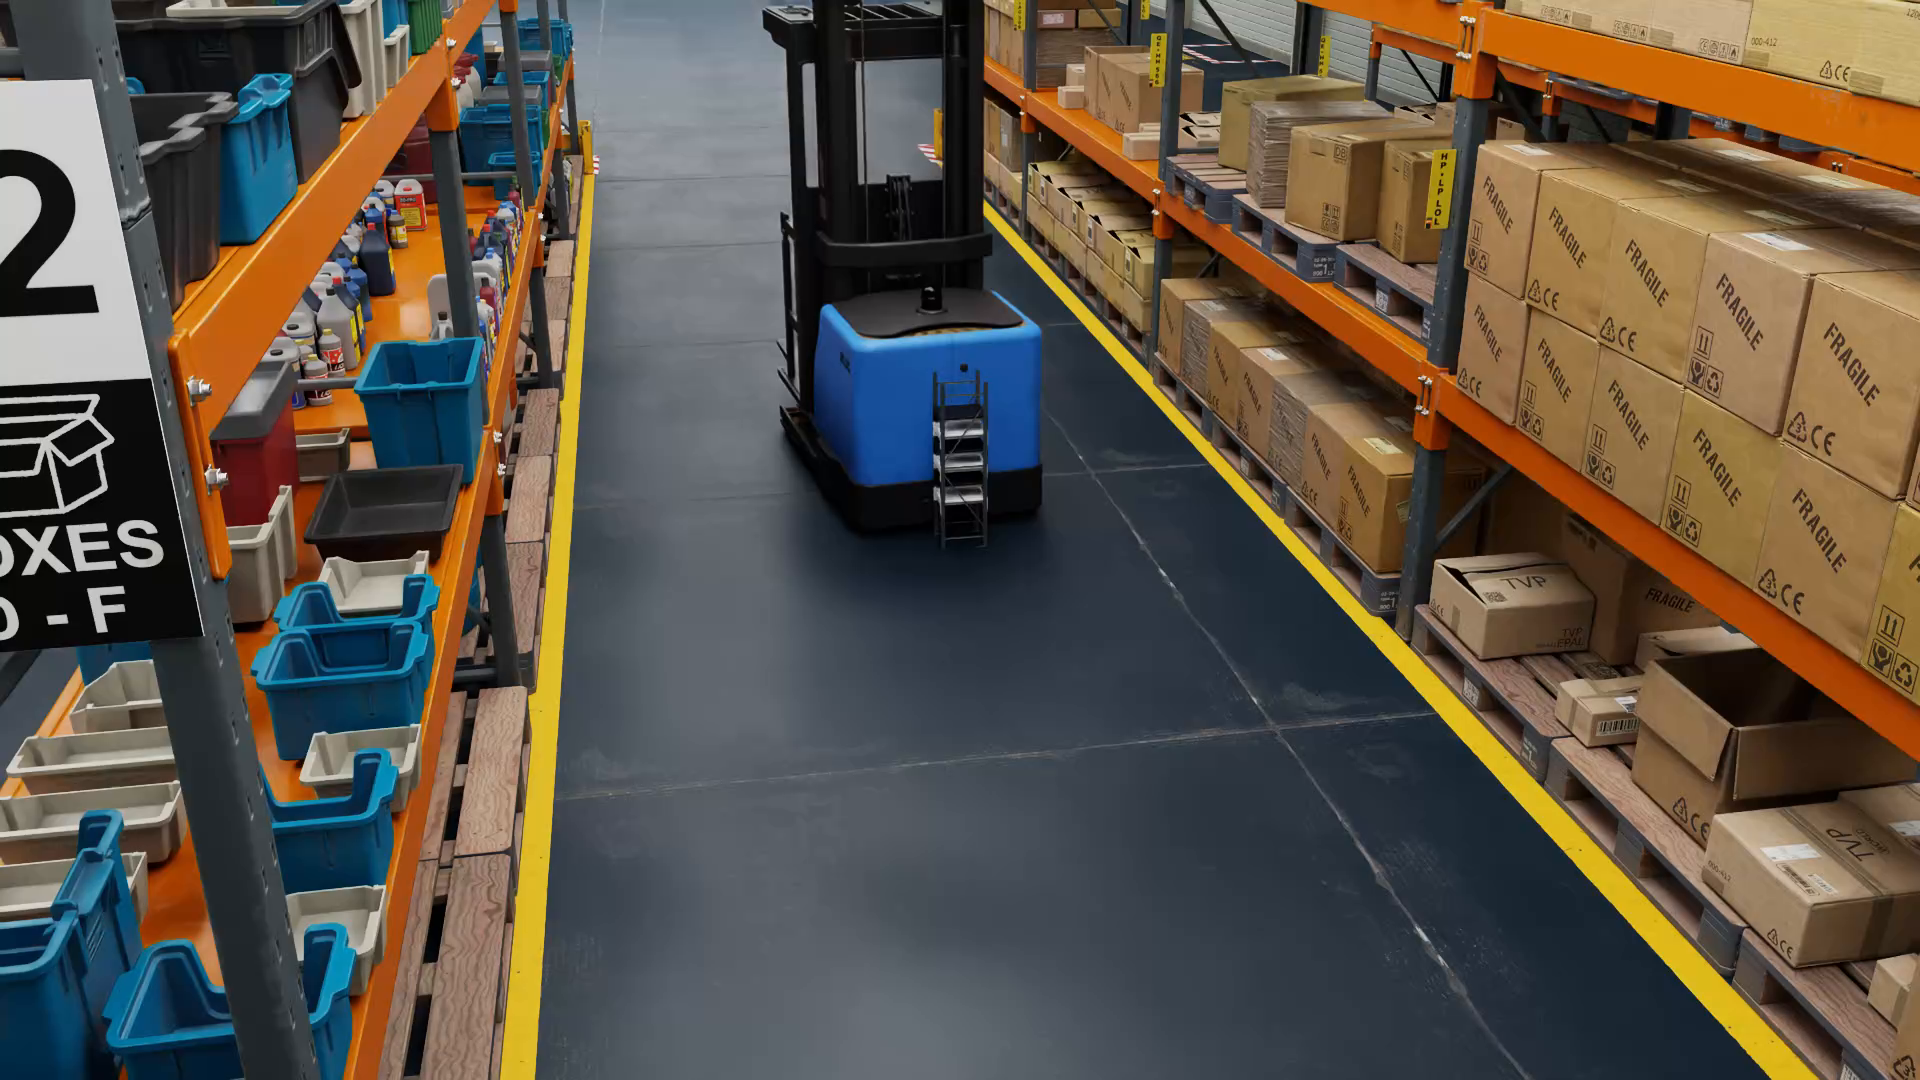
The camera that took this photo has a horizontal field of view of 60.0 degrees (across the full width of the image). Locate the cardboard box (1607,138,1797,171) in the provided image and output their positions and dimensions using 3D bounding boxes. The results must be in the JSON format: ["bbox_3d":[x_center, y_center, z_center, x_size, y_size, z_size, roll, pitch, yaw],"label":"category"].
[{"bbox_3d":[2.879,-1.284,6.569,0.500,0.500,0.500,-4,24,-9],"label":"cardboard box"}]

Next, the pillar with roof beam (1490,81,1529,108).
[{"bbox_3d":[1.928,-8.267,16.436,9.100,9.000,0.400,-4,24,-10],"label":"pillar with roof beam"}]

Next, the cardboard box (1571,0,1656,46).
[{"bbox_3d":[2.466,-1.859,5.699,0.500,0.250,0.500,-4,24,-10],"label":"cardboard box"}]

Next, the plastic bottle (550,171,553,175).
[{"bbox_3d":[-3.860,-3.372,15.669,0.097,0.201,0.097,0,24,0],"label":"plastic bottle"}]

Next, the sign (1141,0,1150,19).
[{"bbox_3d":[1.583,-4.645,14.290,0.100,0.325,0.005,-4,24,-10],"label":"sign"}]

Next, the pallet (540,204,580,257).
[{"bbox_3d":[-3.900,-2.731,14.739,1.003,0.211,1.213,-4,24,-10],"label":"pallet"}]

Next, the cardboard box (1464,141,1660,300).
[{"bbox_3d":[2.342,-1.258,6.508,0.500,0.500,0.500,-4,24,-8],"label":"cardboard box"}]

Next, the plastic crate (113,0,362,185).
[{"bbox_3d":[-1.610,-0.989,3.596,0.504,0.338,0.767,-4,24,-10],"label":"plastic crate"}]

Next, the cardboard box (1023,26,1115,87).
[{"bbox_3d":[0.964,-4.327,14.784,0.700,0.500,0.500,-5,24,-11],"label":"cardboard box"}]

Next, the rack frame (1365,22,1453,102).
[{"bbox_3d":[5.180,-6.048,18.850,1.000,3.000,0.127,-4,24,-10],"label":"rack frame"}]

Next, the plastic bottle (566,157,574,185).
[{"bbox_3d":[-3.747,-3.537,15.945,0.061,0.283,0.133,-4,24,-8],"label":"plastic bottle"}]

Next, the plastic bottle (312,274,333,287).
[{"bbox_3d":[-2.914,-1.064,7.594,0.152,0.276,0.135,-4,24,-10],"label":"plastic bottle"}]

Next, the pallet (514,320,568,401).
[{"bbox_3d":[-3.182,-1.198,11.229,1.003,0.211,1.213,-4,24,-10],"label":"pallet"}]

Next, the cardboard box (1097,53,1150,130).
[{"bbox_3d":[1.368,-3.445,12.765,0.500,0.500,0.500,-4,24,-10],"label":"cardboard box"}]

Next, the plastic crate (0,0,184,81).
[{"bbox_3d":[-2.377,-1.401,4.625,0.497,0.269,0.590,-4,24,-10],"label":"plastic crate"}]

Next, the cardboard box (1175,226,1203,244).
[{"bbox_3d":[1.878,-2.156,12.150,0.500,0.311,0.500,-5,24,-11],"label":"cardboard box"}]

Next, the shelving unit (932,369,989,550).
[{"bbox_3d":[0.002,-0.409,8.562,0.258,0.900,0.210,-4,24,-10],"label":"shelving unit"}]

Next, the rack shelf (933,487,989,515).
[{"bbox_3d":[0.002,-0.213,8.647,0.258,0.077,0.200,-4,24,-10],"label":"rack shelf"}]

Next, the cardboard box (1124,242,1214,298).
[{"bbox_3d":[1.453,-1.911,11.587,0.500,0.311,0.500,-4,24,-8],"label":"cardboard box"}]

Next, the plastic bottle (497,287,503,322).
[{"bbox_3d":[-2.214,-1.126,7.828,0.097,0.201,0.097,0,24,0],"label":"plastic bottle"}]

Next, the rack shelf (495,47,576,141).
[{"bbox_3d":[-4.187,-4.199,15.514,1.077,0.370,4.000,-4,24,-10],"label":"rack shelf"}]

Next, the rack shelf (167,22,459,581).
[{"bbox_3d":[-1.968,-0.853,4.107,1.077,0.370,4.000,-4,24,-10],"label":"rack shelf"}]

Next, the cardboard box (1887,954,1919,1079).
[{"bbox_3d":[2.928,1.362,4.458,0.500,0.500,0.500,-4,24,-10],"label":"cardboard box"}]

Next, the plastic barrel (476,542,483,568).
[{"bbox_3d":[-2.552,-0.319,7.831,0.600,0.901,0.708,-4,24,-10],"label":"plastic barrel"}]

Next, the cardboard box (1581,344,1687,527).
[{"bbox_3d":[2.546,-0.387,5.764,0.500,0.500,0.500,-4,24,-10],"label":"cardboard box"}]

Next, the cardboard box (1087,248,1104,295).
[{"bbox_3d":[1.266,-2.055,12.619,0.500,0.250,0.500,-4,24,-9],"label":"cardboard box"}]

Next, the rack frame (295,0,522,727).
[{"bbox_3d":[-2.338,-0.595,6.364,1.000,3.000,0.127,-4,24,-10],"label":"rack frame"}]

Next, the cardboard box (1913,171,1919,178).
[{"bbox_3d":[6.496,-2.438,10.874,0.380,0.149,0.250,-4,24,-8],"label":"cardboard box"}]

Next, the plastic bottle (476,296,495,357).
[{"bbox_3d":[-2.111,-0.938,7.310,0.097,0.271,0.097,0,24,0],"label":"plastic bottle"}]

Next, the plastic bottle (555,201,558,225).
[{"bbox_3d":[-3.445,-2.851,14.388,0.097,0.271,0.097,0,24,0],"label":"plastic bottle"}]

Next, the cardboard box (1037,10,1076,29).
[{"bbox_3d":[0.791,-4.541,14.464,0.380,0.149,0.250,-4,24,-10],"label":"cardboard box"}]

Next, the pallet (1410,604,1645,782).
[{"bbox_3d":[2.657,0.588,7.140,1.003,0.211,1.213,-4,24,-10],"label":"pallet"}]

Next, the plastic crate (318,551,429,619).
[{"bbox_3d":[-1.720,0.161,4.888,0.293,0.136,0.466,-4,24,-10],"label":"plastic crate"}]

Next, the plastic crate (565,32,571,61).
[{"bbox_3d":[-4.055,-4.816,16.215,0.499,0.251,0.408,-4,24,-10],"label":"plastic crate"}]

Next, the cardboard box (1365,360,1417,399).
[{"bbox_3d":[2.496,-0.961,8.840,0.500,0.250,0.500,-4,24,-10],"label":"cardboard box"}]

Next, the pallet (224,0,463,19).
[{"bbox_3d":[-2.578,-2.184,6.491,1.213,0.211,1.003,-4,24,-10],"label":"pallet"}]

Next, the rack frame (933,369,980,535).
[{"bbox_3d":[-0.018,-0.449,8.653,0.240,0.900,0.006,-4,24,-10],"label":"rack frame"}]

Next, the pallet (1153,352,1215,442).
[{"bbox_3d":[1.892,-0.959,10.682,1.003,0.211,1.213,-4,24,-10],"label":"pallet"}]

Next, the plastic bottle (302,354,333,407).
[{"bbox_3d":[-2.609,-0.651,6.742,0.097,0.201,0.097,0,24,0],"label":"plastic bottle"}]

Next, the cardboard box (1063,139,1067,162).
[{"bbox_3d":[1.174,-3.784,15.641,0.500,0.500,0.500,-4,24,-10],"label":"cardboard box"}]

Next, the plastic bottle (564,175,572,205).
[{"bbox_3d":[-3.583,-3.189,15.148,0.061,0.283,0.133,-3,24,-7],"label":"plastic bottle"}]

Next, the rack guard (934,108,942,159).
[{"bbox_3d":[0.308,-4.544,18.530,1.175,0.500,0.348,-4,24,-10],"label":"rack guard"}]

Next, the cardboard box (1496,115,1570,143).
[{"bbox_3d":[5.688,-3.936,16.588,0.500,0.500,0.500,-6,24,-14],"label":"cardboard box"}]

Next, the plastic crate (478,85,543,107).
[{"bbox_3d":[-3.075,-2.856,11.461,0.402,0.464,0.583,-4,24,-10],"label":"plastic crate"}]

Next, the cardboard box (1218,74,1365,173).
[{"bbox_3d":[2.019,-2.532,10.151,0.700,0.500,0.500,-13,27,-27],"label":"cardboard box"}]

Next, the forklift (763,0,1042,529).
[{"bbox_3d":[-0.475,-1.966,9.590,1.130,2.935,3.031,-7,25,-16],"label":"forklift"}]

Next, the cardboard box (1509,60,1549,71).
[{"bbox_3d":[5.534,-4.579,15.649,0.500,0.250,0.500,-4,24,-10],"label":"cardboard box"}]

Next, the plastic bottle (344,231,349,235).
[{"bbox_3d":[-3.146,-1.463,8.497,0.061,0.283,0.133,-4,24,-10],"label":"plastic bottle"}]

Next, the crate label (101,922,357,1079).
[{"bbox_3d":[-1.320,0.906,3.061,0.416,0.233,0.303,-4,24,-10],"label":"crate label"}]

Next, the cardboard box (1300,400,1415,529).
[{"bbox_3d":[2.075,-0.384,8.455,0.500,0.500,0.500,-4,24,-10],"label":"cardboard box"}]

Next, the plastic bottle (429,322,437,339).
[{"bbox_3d":[-2.235,-0.841,7.177,0.097,0.201,0.097,0,24,0],"label":"plastic bottle"}]

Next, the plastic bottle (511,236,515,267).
[{"bbox_3d":[-2.411,-1.544,8.786,0.097,0.201,0.097,0,24,0],"label":"plastic bottle"}]

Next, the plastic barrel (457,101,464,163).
[{"bbox_3d":[-3.555,-2.774,11.214,0.421,0.512,0.421,0,24,0],"label":"plastic barrel"}]

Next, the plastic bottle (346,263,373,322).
[{"bbox_3d":[-2.838,-1.170,7.841,0.097,0.271,0.097,0,24,0],"label":"plastic bottle"}]

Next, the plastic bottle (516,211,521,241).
[{"bbox_3d":[-2.519,-1.774,9.312,0.097,0.201,0.097,0,24,0],"label":"plastic bottle"}]

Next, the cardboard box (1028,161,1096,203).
[{"bbox_3d":[0.883,-3.115,14.345,0.500,0.311,0.500,-4,24,-10],"label":"cardboard box"}]

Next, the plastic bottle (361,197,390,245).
[{"bbox_3d":[-3.229,-1.735,9.130,0.152,0.276,0.135,-4,24,-10],"label":"plastic bottle"}]

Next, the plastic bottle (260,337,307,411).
[{"bbox_3d":[-2.728,-0.669,6.689,0.152,0.276,0.135,-4,24,-10],"label":"plastic bottle"}]

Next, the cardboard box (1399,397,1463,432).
[{"bbox_3d":[2.572,-0.433,8.568,0.500,0.500,0.500,-4,24,-9],"label":"cardboard box"}]
